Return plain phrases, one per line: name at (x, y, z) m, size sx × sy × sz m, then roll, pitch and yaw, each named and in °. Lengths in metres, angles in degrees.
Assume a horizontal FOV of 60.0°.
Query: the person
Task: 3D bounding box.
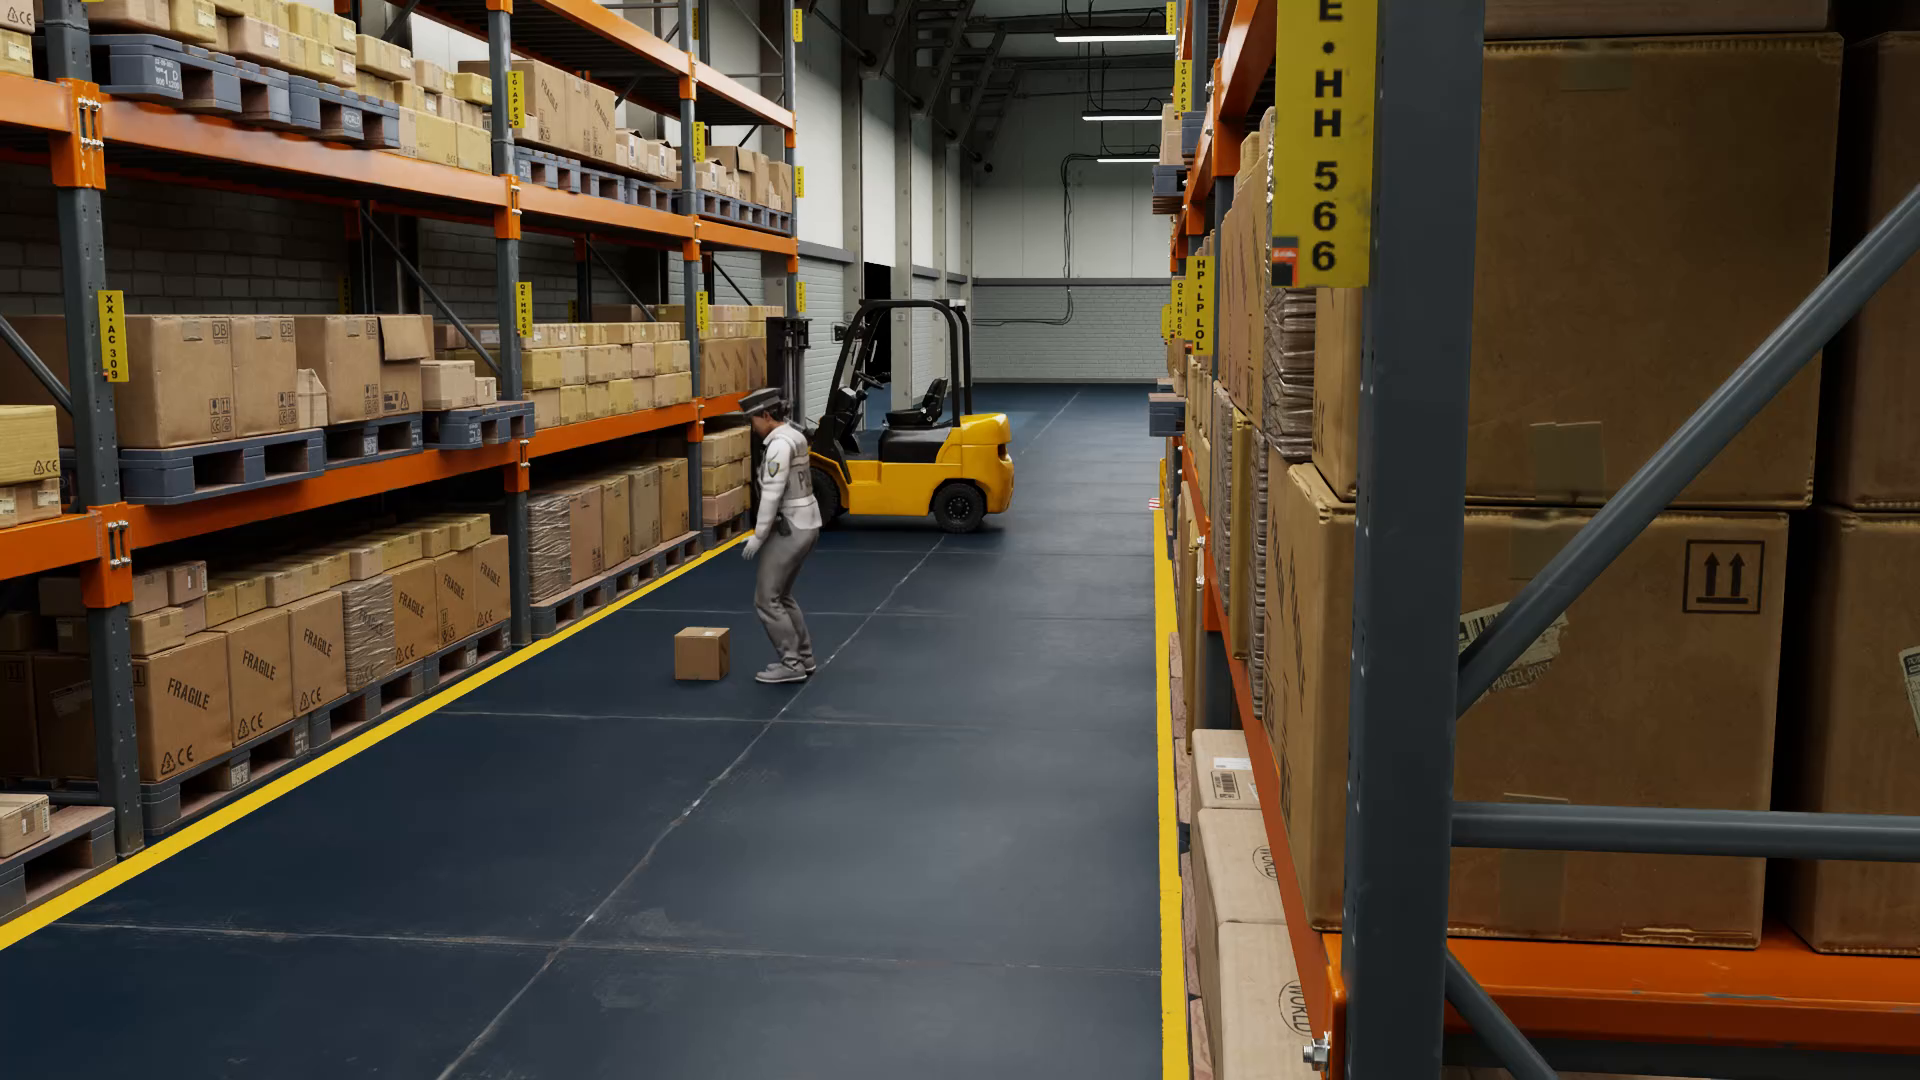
person at (-0.996, -0.024, 9.169) m, size 0.442 × 1.626 × 0.500 m, roll 1°, pitch 8°, yaw 8°
